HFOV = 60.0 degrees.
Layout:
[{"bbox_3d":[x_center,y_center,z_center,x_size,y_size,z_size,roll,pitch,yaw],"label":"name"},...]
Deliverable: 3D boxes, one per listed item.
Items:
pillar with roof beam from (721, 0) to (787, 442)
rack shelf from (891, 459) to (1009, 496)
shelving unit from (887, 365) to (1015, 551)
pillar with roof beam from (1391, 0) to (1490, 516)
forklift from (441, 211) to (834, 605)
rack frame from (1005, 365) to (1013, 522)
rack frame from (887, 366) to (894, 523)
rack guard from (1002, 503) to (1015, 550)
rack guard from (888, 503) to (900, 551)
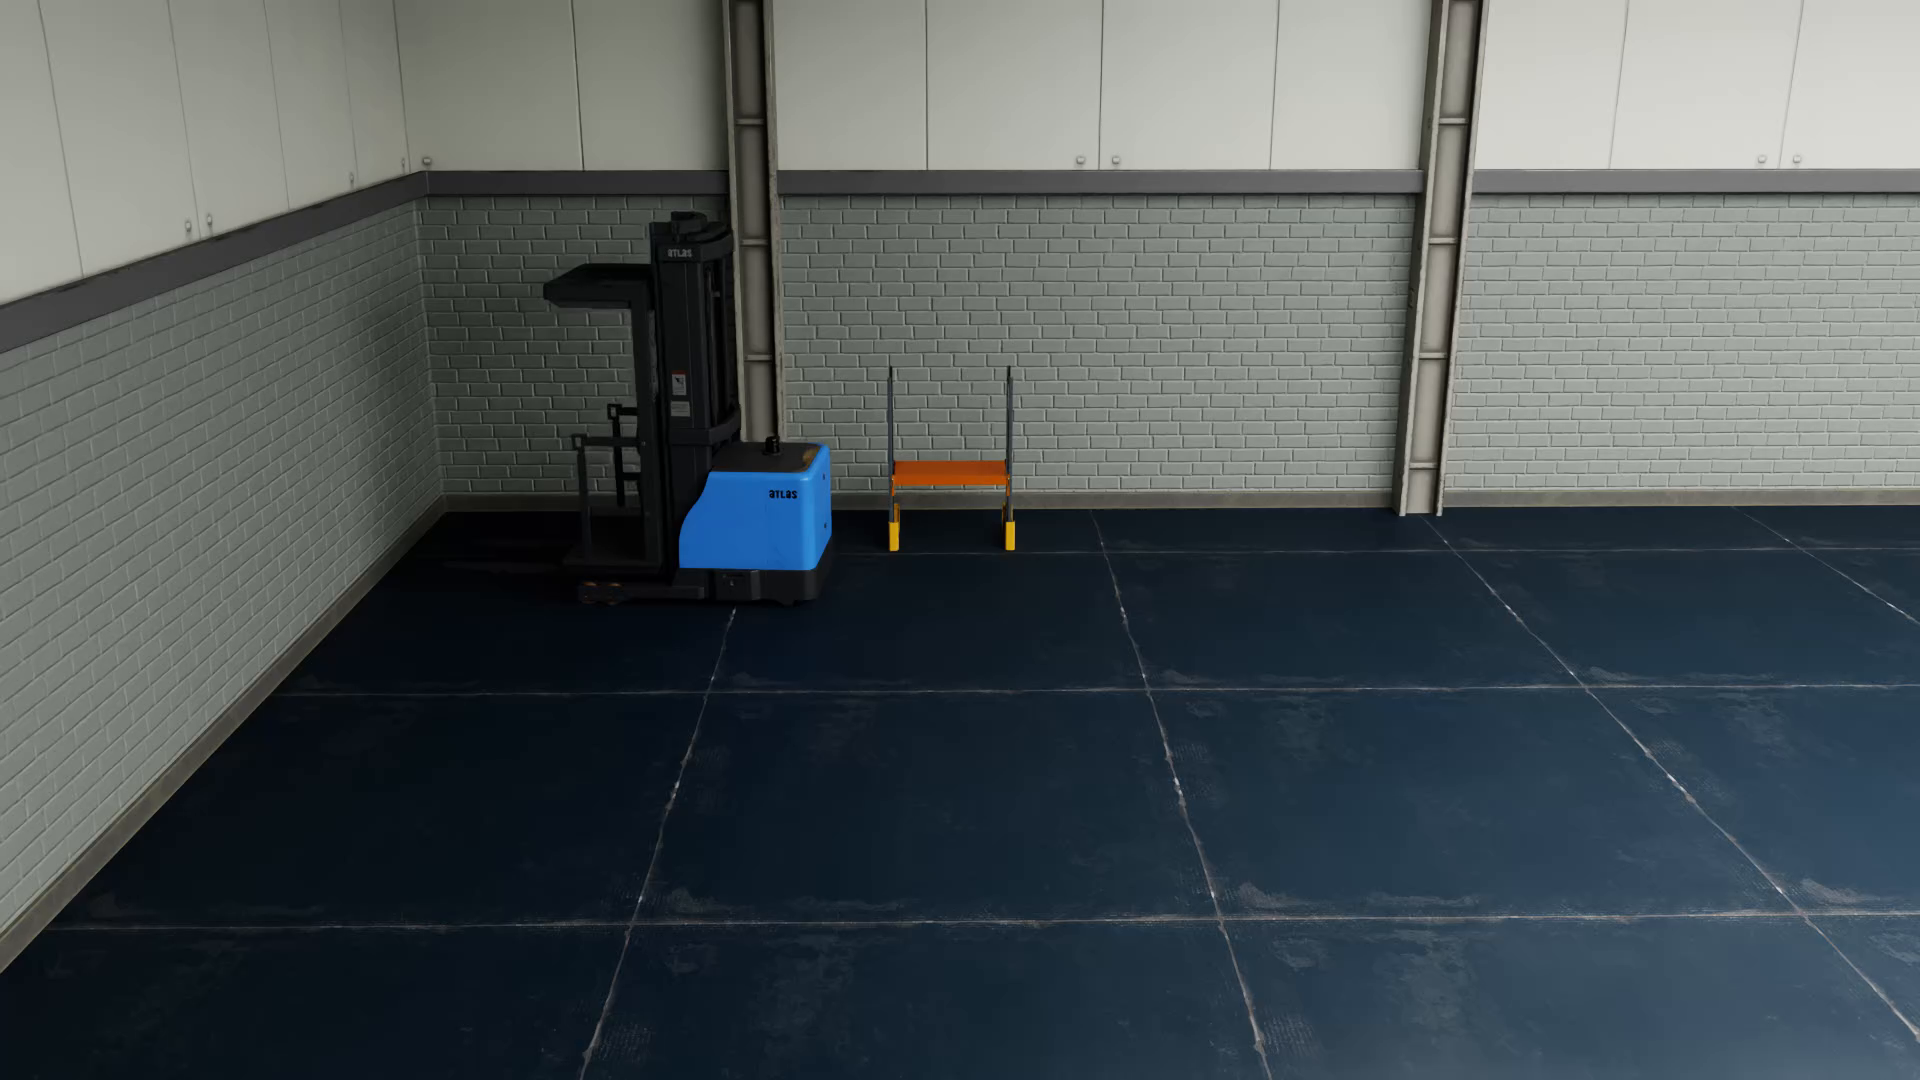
[{"bbox_3d":[-1.712,-3.210,9.822,0.400,9.000,9.100,0,18,-1],"label":"pillar with roof beam"},{"bbox_3d":[-0.085,-0.542,14.372,1.000,0.185,0.538,0,18,-1],"label":"rack shelf"},{"bbox_3d":[-0.076,-0.714,14.317,1.083,1.500,0.587,0,18,-1],"label":"shelving unit"},{"bbox_3d":[4.287,-3.239,9.913,0.400,9.000,9.100,0,18,-1],"label":"pillar with roof beam"},{"bbox_3d":[-2.583,-1.050,13.024,3.031,2.935,1.130,1,18,4],"label":"forklift"},{"bbox_3d":[0.423,-0.716,14.325,0.032,1.500,0.500,0,18,-1],"label":"rack frame"},{"bbox_3d":[-0.594,-0.711,14.310,0.032,1.500,0.500,0,18,-1],"label":"rack frame"},{"bbox_3d":[0.422,-0.121,14.516,0.087,0.250,0.587,0,18,-1],"label":"rack guard"},{"bbox_3d":[-0.574,-0.116,14.501,0.087,0.250,0.587,0,18,-1],"label":"rack guard"}]
